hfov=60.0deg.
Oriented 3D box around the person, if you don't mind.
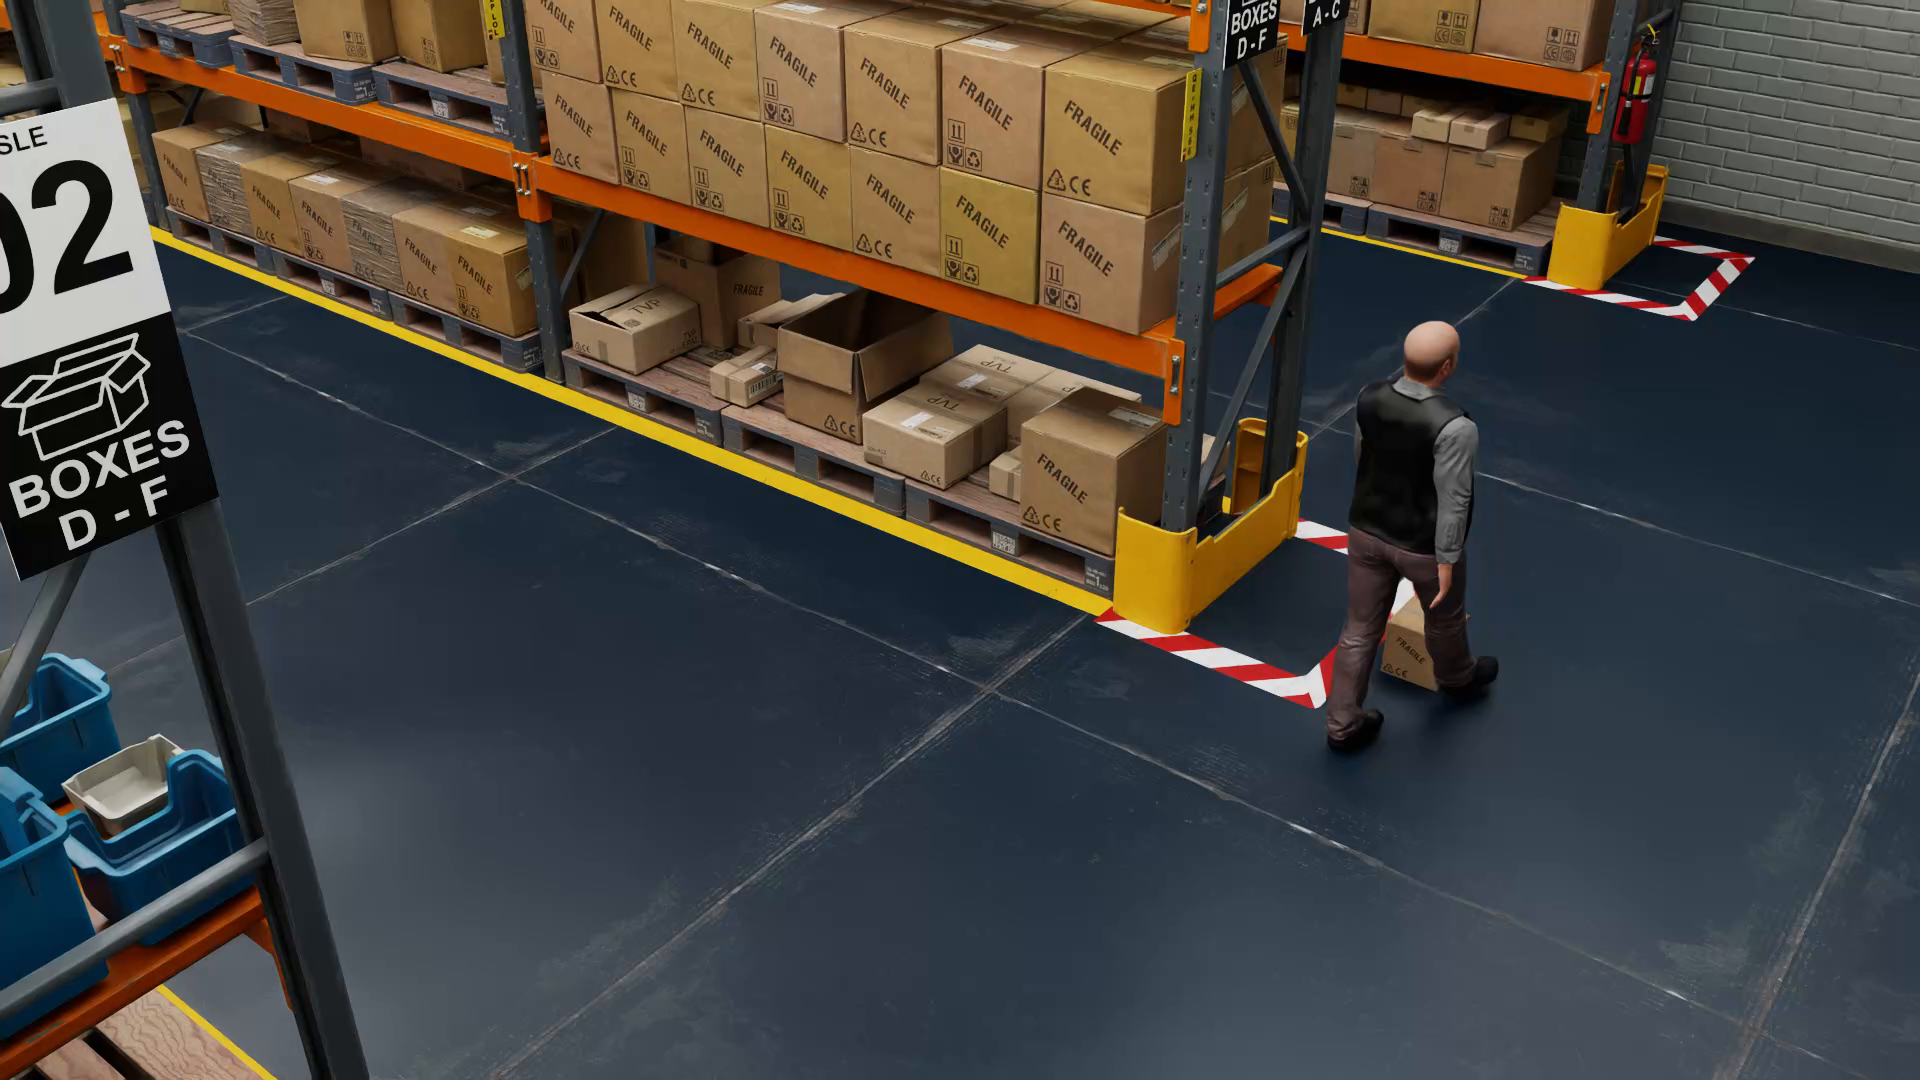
[{"bbox_3d":[1.733,-0.069,6.242,0.551,1.692,0.901,26,40,37],"label":"person"}]
